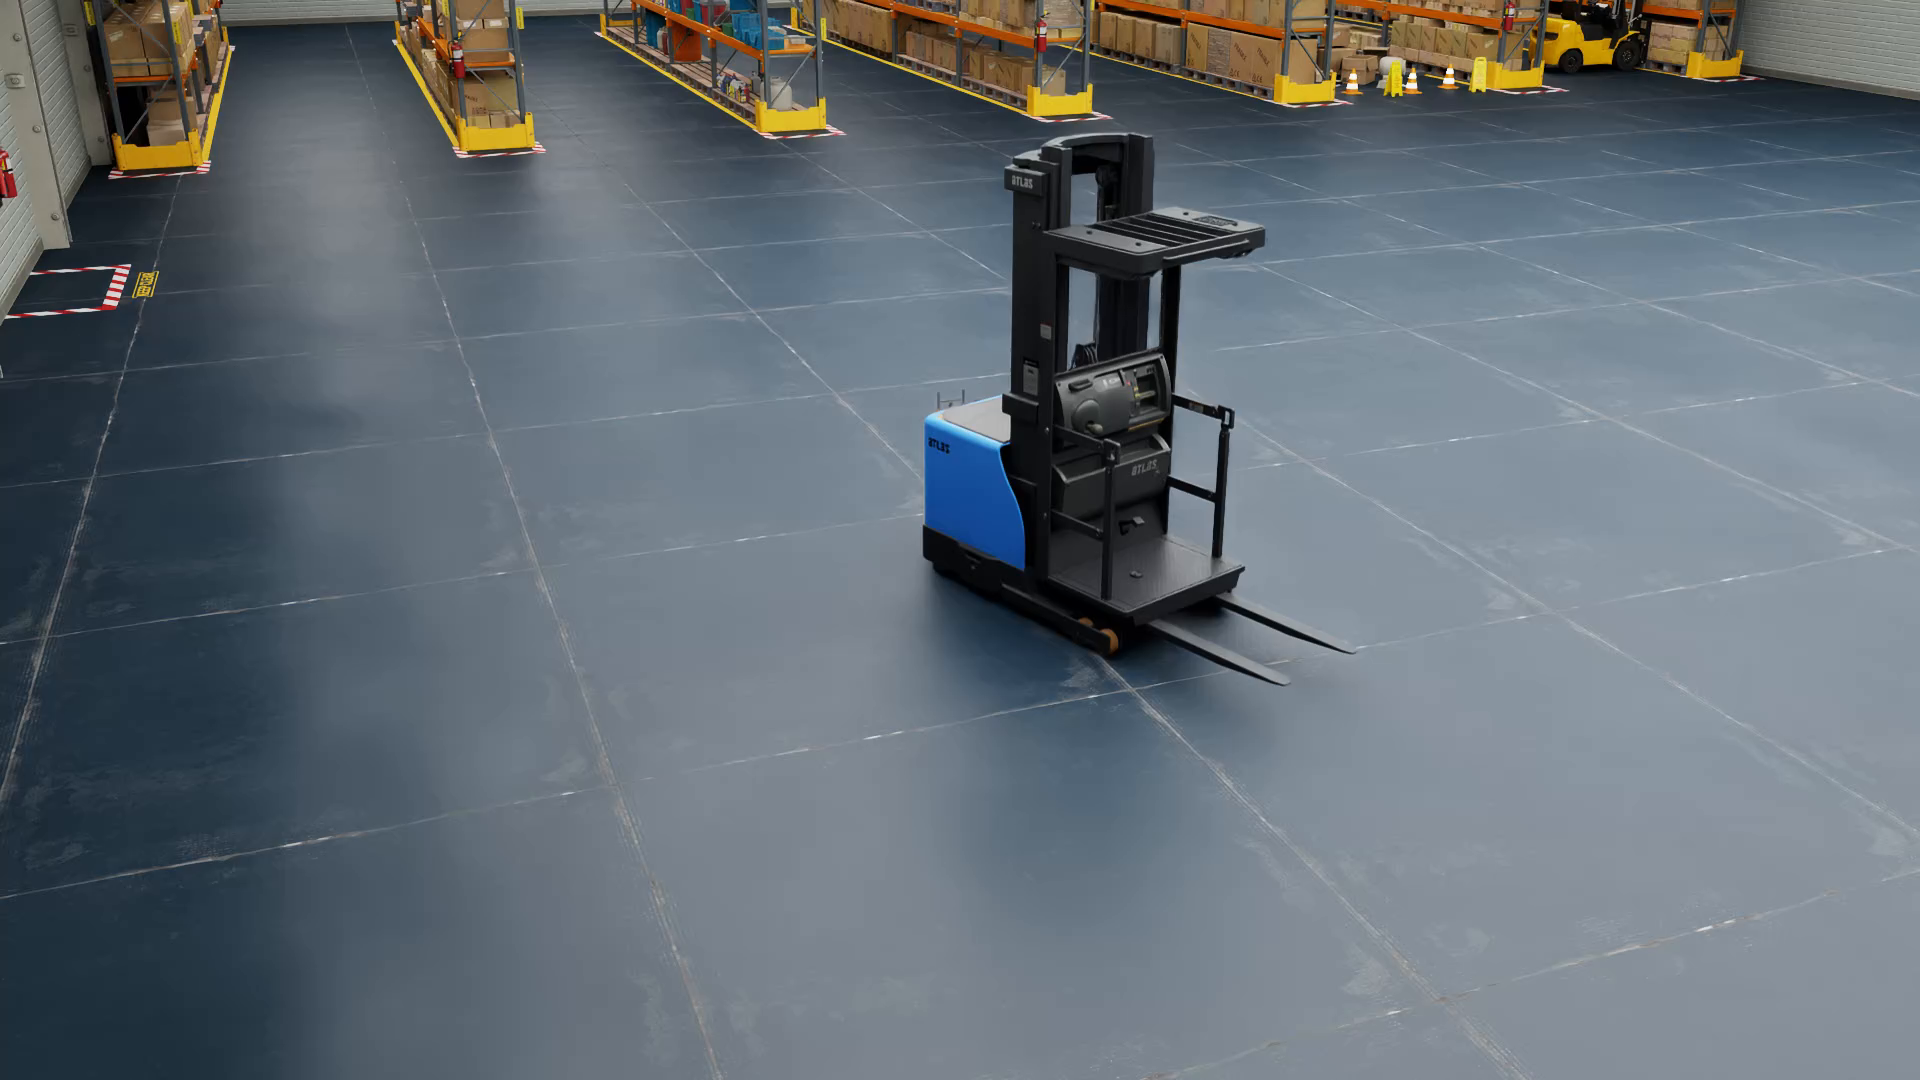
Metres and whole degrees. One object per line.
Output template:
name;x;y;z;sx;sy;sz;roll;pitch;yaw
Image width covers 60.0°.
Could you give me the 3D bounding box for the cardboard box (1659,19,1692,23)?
cardboard box;15.397;-11.055;35.828;0.500;0.250;0.500;-9;24;-19

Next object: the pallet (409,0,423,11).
pallet;-10.963;-11.227;34.772;1.003;0.211;1.213;-8;24;-19

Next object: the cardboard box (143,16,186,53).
cardboard box;-12.131;-7.703;25.366;0.500;0.500;0.500;-8;24;-19

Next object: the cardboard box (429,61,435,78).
cardboard box;-9.634;-8.819;31.088;0.500;0.311;0.500;-8;24;-19

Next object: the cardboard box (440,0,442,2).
cardboard box;-8.696;-9.640;28.960;0.700;0.500;0.500;-8;24;-19

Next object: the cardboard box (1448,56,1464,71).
cardboard box;10.382;-9.793;34.122;0.500;0.250;0.500;-8;24;-19

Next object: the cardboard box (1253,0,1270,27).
cardboard box;6.111;-10.099;31.655;0.875;0.550;0.550;-8;24;-19

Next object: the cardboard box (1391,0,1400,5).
cardboard box;9.493;-11.599;35.732;0.380;0.149;0.250;-8;24;-19

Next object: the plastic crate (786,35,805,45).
plastic crate;-2.825;-8.629;28.700;0.298;0.136;0.250;-8;24;-19

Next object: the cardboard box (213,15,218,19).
cardboard box;-17.174;-11.913;37.996;0.380;0.149;0.250;-9;24;-20

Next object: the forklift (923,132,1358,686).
forklift;1.083;-0.868;10.037;1.130;2.935;3.031;-18;29;-37

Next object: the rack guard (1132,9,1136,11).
rack guard;5.434;-15.091;46.910;1.175;0.500;0.348;-8;24;-19

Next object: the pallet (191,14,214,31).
pallet;-14.553;-9.596;30.902;1.213;0.211;1.003;-8;24;-19

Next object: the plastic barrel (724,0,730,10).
plastic barrel;-4.356;-10.275;32.090;0.433;0.535;0.433;0;23;0

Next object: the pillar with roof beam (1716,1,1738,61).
pillar with roof beam;12.306;-13.653;32.557;9.100;9.000;0.400;-8;24;-19

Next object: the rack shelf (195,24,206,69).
rack shelf;-14.198;-8.870;29.859;1.077;0.370;4.000;-8;24;-19

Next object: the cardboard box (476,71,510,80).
cardboard box;-7.794;-7.561;27.862;0.500;0.500;0.500;-8;24;-19

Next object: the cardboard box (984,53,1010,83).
cardboard box;0.724;-9.198;32.388;0.500;0.500;0.500;-1;23;-2

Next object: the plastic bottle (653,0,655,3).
plastic bottle;-6.582;-11.738;35.887;0.061;0.283;0.133;-8;24;-19

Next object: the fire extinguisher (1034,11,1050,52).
fire extinguisher;1.433;-8.920;29.151;0.296;0.674;0.183;-8;24;-19

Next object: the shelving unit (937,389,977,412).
shelving unit;-0.019;-0.503;11.592;0.215;1.050;0.252;-8;24;-19

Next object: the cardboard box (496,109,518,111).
cardboard box;-7.607;-7.036;27.580;0.500;0.250;0.500;-8;24;-19

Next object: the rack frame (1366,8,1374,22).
rack frame;11.497;-15.463;44.575;1.000;3.000;0.127;-8;24;-19

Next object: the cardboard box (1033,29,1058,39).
cardboard box;1.530;-9.020;29.612;0.380;0.149;0.250;-8;24;-19

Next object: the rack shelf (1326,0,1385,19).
rack shelf;8.975;-12.269;37.923;1.077;0.370;4.000;-8;24;-19

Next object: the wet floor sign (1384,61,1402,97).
wet floor sign;8.362;-8.881;31.989;0.267;0.644;0.232;-13;26;-28

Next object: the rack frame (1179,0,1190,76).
rack frame;5.086;-11.158;34.361;1.000;3.000;0.127;-8;24;-19

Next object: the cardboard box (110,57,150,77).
cardboard box;-12.425;-7.105;24.912;0.500;0.250;0.500;-8;24;-18

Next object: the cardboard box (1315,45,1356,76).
cardboard box;7.767;-9.962;34.563;0.797;0.637;0.503;-8;24;-19

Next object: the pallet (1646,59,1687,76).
pallet;15.427;-10.090;35.417;1.003;0.211;1.213;-8;24;-19

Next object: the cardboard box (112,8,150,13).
cardboard box;-13.171;-8.191;26.523;0.500;0.500;0.500;-8;24;-18

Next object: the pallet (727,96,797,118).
pallet;-3.590;-7.856;30.116;1.003;0.211;1.213;-8;24;-19

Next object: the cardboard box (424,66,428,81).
cardboard box;-10.183;-9.123;32.532;0.500;0.250;0.500;-9;24;-20

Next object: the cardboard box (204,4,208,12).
cardboard box;-15.625;-10.915;34.081;0.380;0.149;0.250;-8;24;-19

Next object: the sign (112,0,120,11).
sign;-14.010;-8.931;27.587;0.100;0.325;0.005;-8;24;-19

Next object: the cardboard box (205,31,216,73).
cardboard box;-15.345;-9.736;33.214;0.750;0.750;0.750;-8;24;-19

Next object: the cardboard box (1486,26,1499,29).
cardboard box;13.356;-12.644;40.403;0.875;0.625;0.625;-8;24;-17

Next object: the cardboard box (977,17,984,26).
cardboard box;0.542;-9.913;31.731;0.380;0.149;0.250;-8;24;-19

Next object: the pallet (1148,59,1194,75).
pallet;4.743;-10.143;35.543;1.003;0.211;1.213;-8;24;-19

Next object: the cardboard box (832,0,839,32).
cardboard box;-2.574;-12.886;40.656;0.875;0.875;0.875;-8;24;-19

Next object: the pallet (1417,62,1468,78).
pallet;10.386;-9.905;34.980;1.003;0.211;1.213;-8;24;-19

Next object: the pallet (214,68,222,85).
pallet;-15.540;-9.383;33.740;1.003;0.211;1.213;-8;24;-19

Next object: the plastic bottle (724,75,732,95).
plastic bottle;-4.260;-8.398;30.656;0.144;0.351;0.185;-9;25;-21

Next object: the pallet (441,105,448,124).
pallet;-8.617;-7.576;29.454;1.003;0.211;1.213;-8;24;-19

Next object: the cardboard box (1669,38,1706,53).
cardboard box;15.272;-10.393;34.903;0.500;0.250;0.500;-9;24;-20

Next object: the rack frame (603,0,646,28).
rack frame;-8.463;-14.194;41.566;1.000;3.000;0.127;-8;24;-19

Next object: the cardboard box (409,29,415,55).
cardboard box;-11.742;-10.904;36.412;0.500;0.500;0.500;-9;25;-21

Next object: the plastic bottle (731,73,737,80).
plastic bottle;-4.192;-8.486;30.866;0.144;0.351;0.185;-8;24;-19

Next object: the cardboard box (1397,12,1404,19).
cardboard box;11.827;-13.924;43.601;0.500;0.500;0.500;-9;25;-21

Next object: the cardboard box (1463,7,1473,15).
cardboard box;10.379;-10.673;33.535;0.380;0.149;0.250;-8;24;-18

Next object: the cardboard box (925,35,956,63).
cardboard box;-0.333;-10.373;35.150;0.700;0.500;0.500;-6;24;-15

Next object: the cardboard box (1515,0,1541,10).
cardboard box;11.187;-10.813;33.032;0.500;0.500;0.500;-9;24;-20
